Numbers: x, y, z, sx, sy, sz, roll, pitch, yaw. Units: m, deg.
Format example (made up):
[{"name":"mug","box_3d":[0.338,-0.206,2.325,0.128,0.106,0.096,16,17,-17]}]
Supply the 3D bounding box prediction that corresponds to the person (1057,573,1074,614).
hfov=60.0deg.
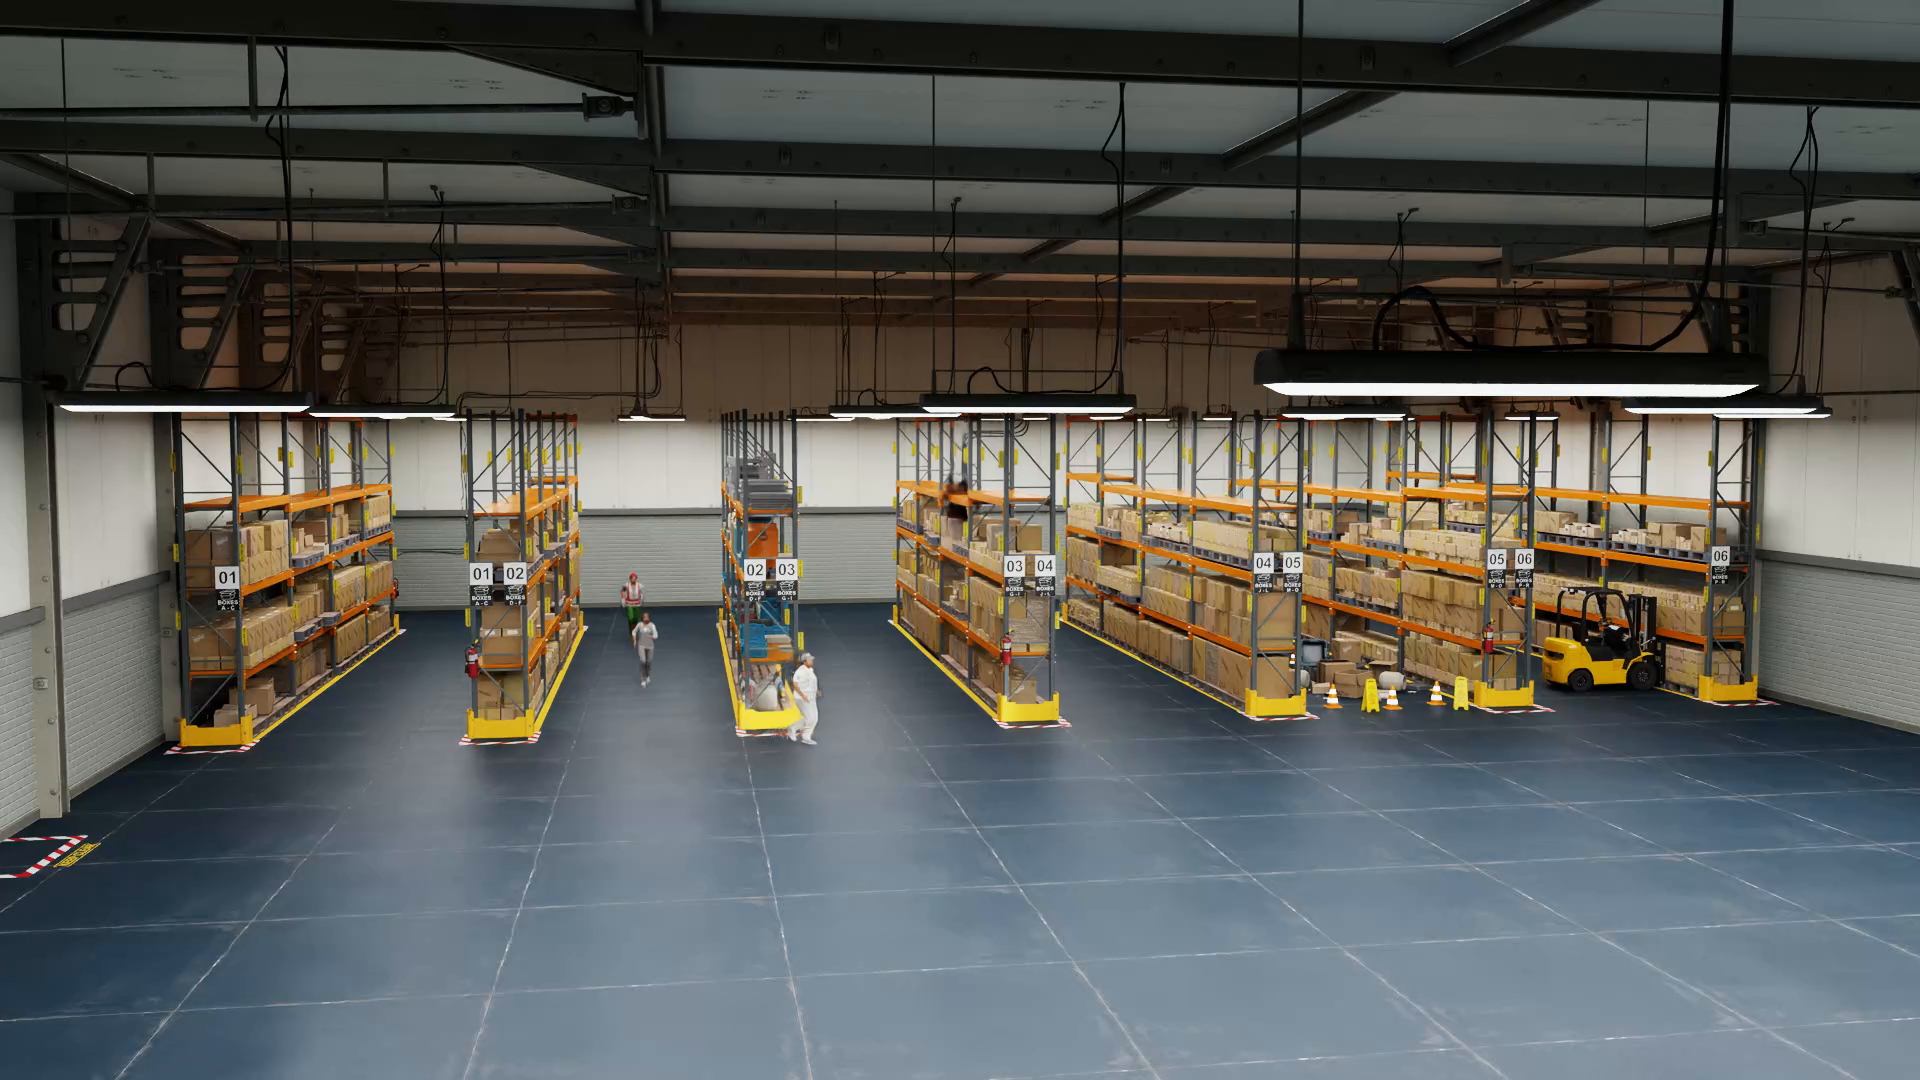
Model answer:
[{"name":"person","box_3d":[3.218,1.416,49.731,0.862,1.648,0.639,0,4,7]}]

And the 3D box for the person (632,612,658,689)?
[{"name":"person","box_3d":[-6.859,2.386,36.271,0.509,1.642,0.726,-1,4,-18]}]

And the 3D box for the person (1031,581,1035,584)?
[{"name":"person","box_3d":[2.145,1.665,46.671,0.648,1.605,0.506,0,4,-1]}]

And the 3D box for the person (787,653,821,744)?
[{"name":"person","box_3d":[-2.797,2.839,29.793,0.550,1.641,0.625,1,4,18]}]

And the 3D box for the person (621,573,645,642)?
[{"name":"person","box_3d":[-8.633,1.772,43.996,0.582,1.832,0.912,-2,4,-24]}]
